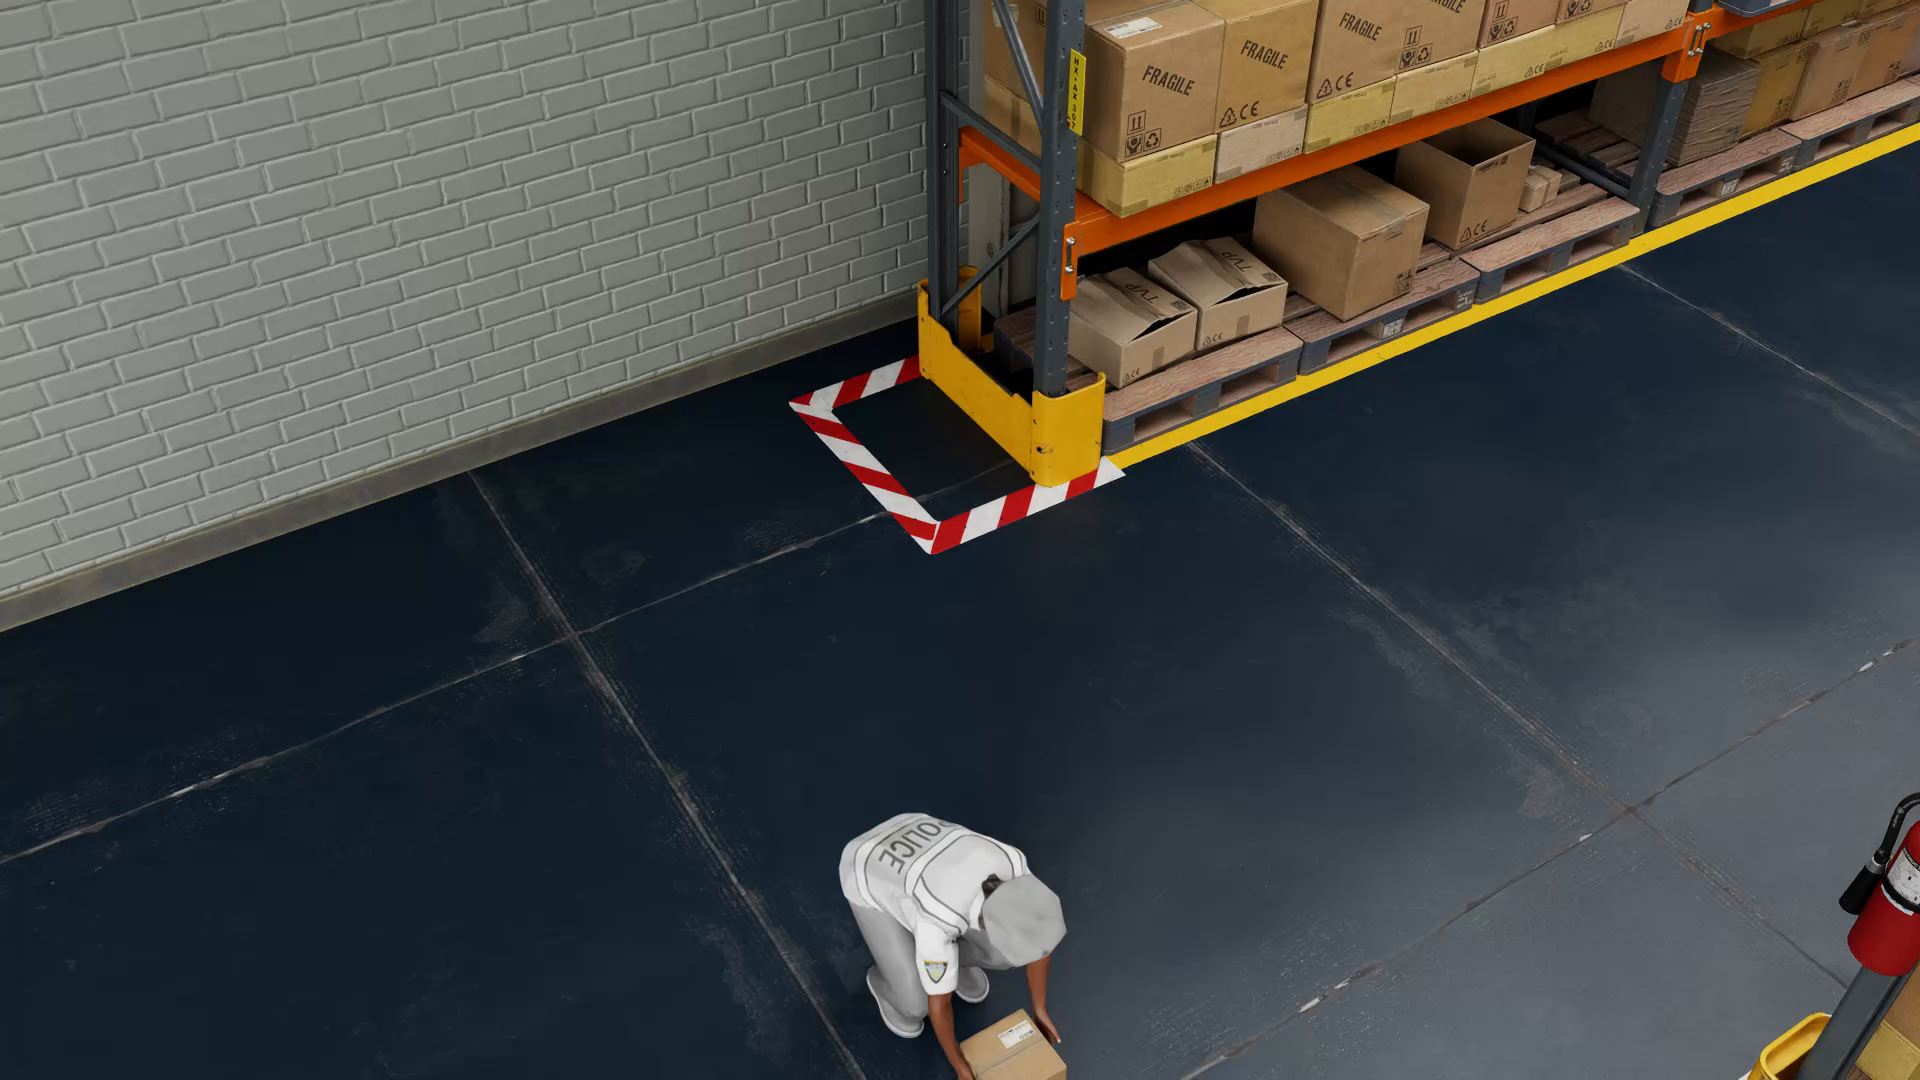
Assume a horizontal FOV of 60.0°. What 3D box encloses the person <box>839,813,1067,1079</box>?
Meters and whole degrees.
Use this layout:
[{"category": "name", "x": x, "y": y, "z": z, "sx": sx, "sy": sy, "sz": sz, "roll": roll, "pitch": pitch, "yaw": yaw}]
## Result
[{"category": "person", "x": -0.025, "y": 1.240, "z": 5.284, "sx": 0.484, "sy": 0.947, "sz": 0.861, "roll": -23, "pitch": 46, "yaw": -24}]
